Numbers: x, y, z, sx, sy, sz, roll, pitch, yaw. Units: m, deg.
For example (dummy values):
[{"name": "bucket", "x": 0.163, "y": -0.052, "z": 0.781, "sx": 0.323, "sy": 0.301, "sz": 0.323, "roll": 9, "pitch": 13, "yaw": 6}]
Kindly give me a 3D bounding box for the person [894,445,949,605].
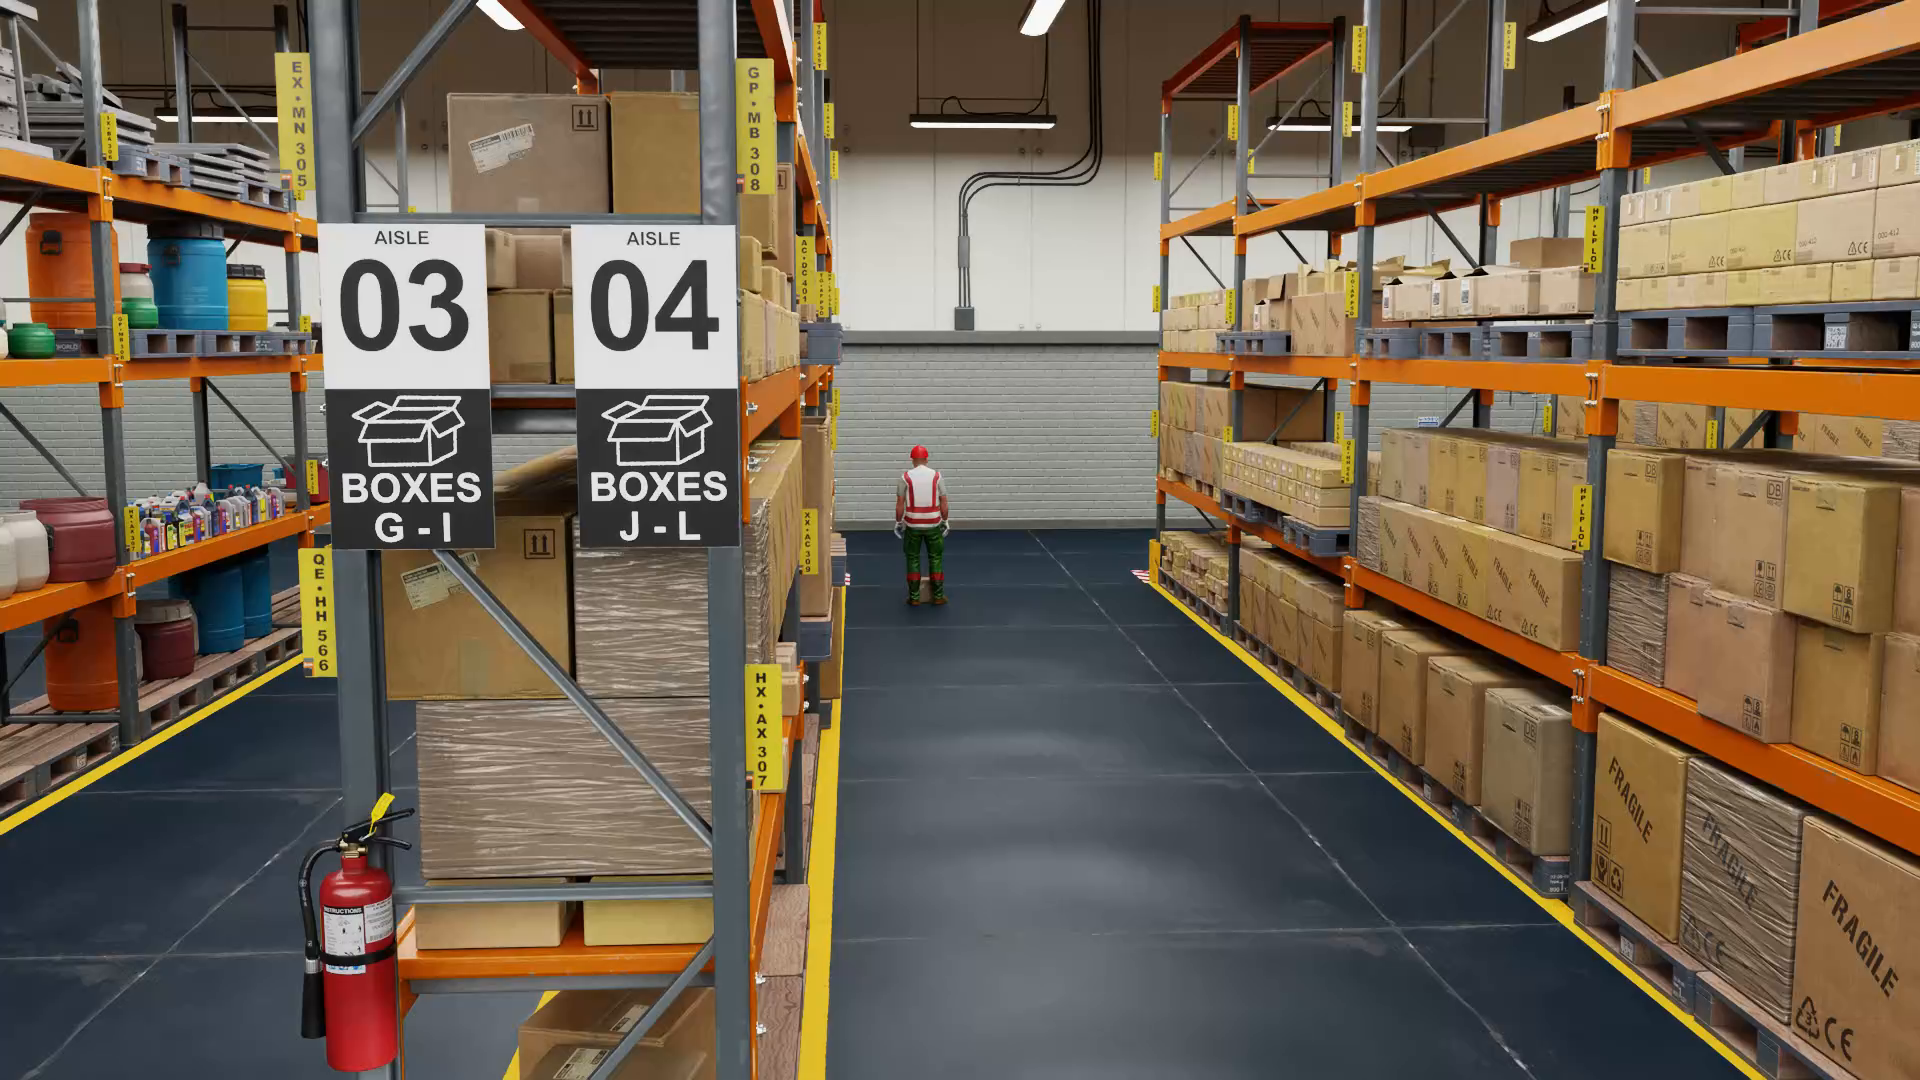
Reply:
[{"name": "person", "x": -3.329, "y": 0.504, "z": 12.915, "sx": 7.632, "sy": 1.780, "sz": 11.173, "roll": -1, "pitch": 7, "yaw": -6}]
